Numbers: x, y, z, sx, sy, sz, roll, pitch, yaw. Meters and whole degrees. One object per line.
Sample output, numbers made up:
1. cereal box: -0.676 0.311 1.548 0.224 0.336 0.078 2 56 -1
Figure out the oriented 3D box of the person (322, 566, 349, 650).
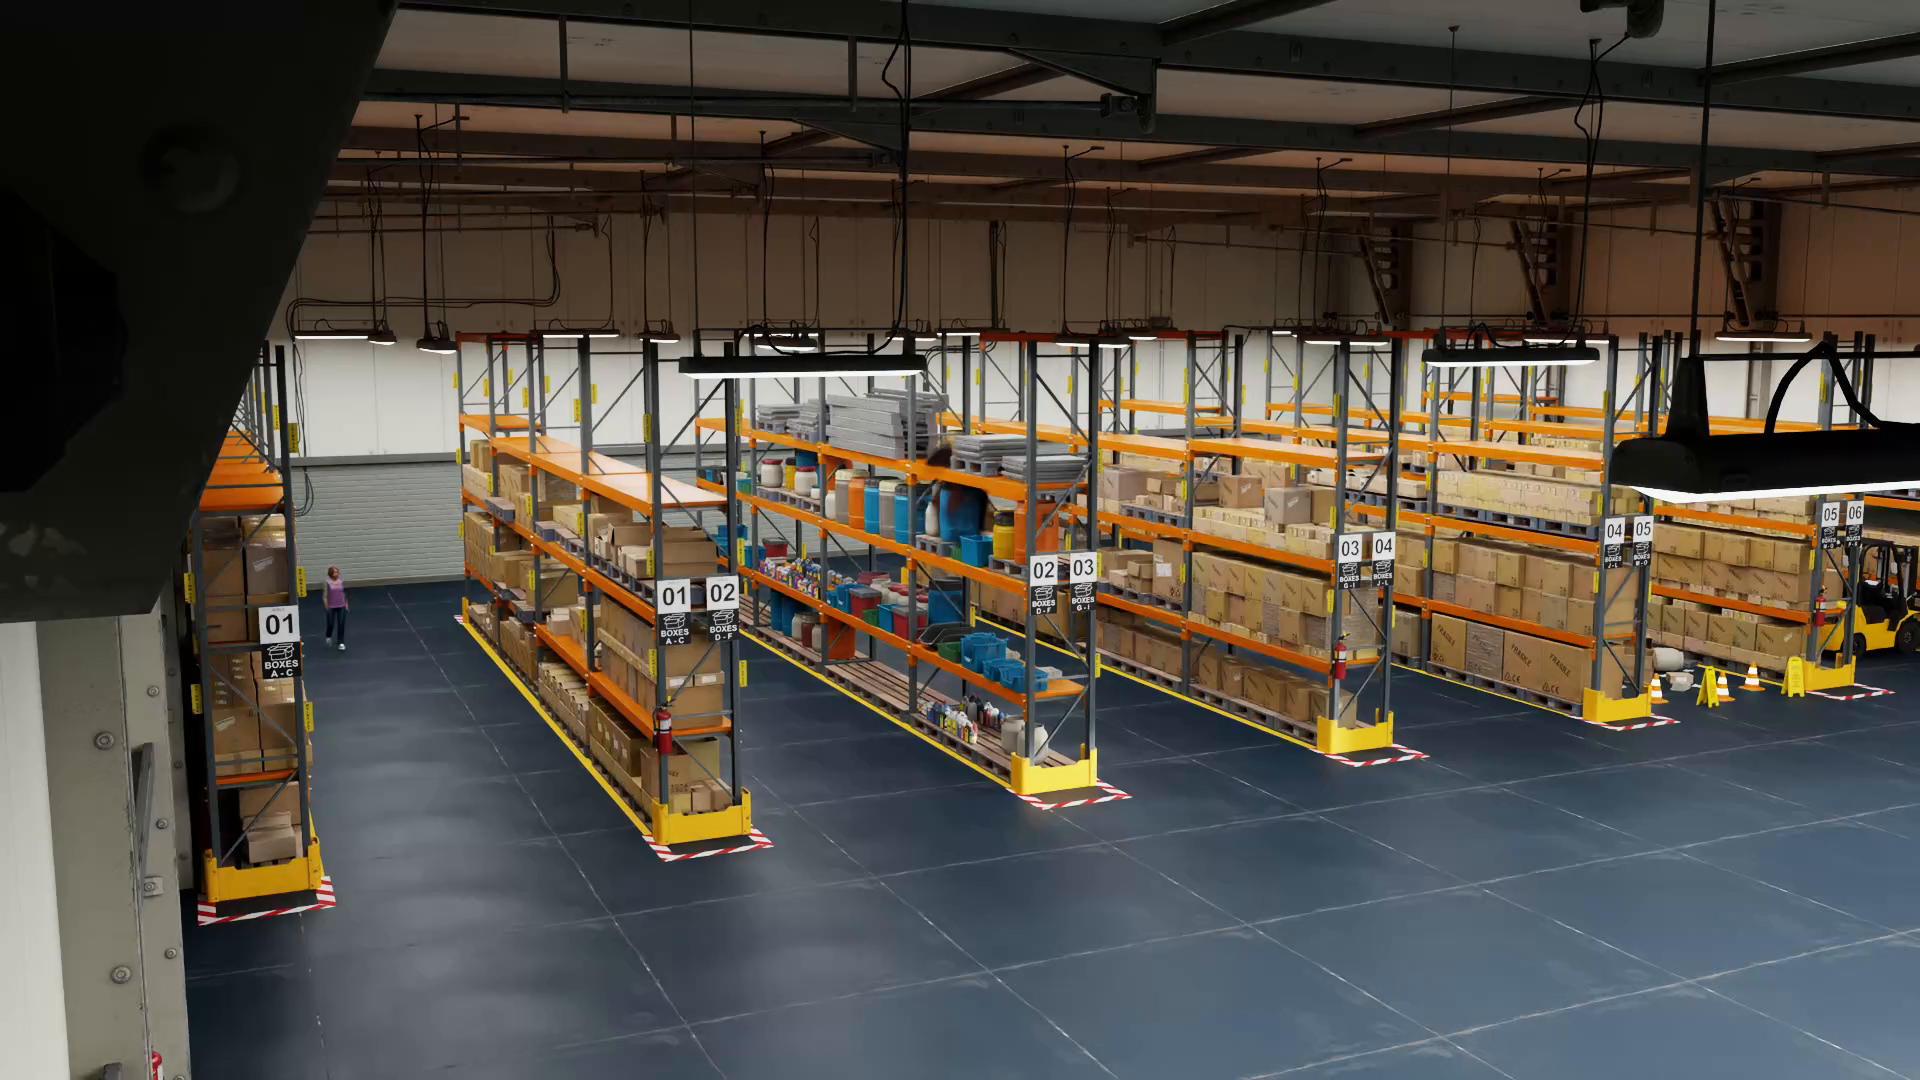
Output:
1. person: -11.868 1.331 31.608 0.462 1.491 0.479 -5 9 -31
